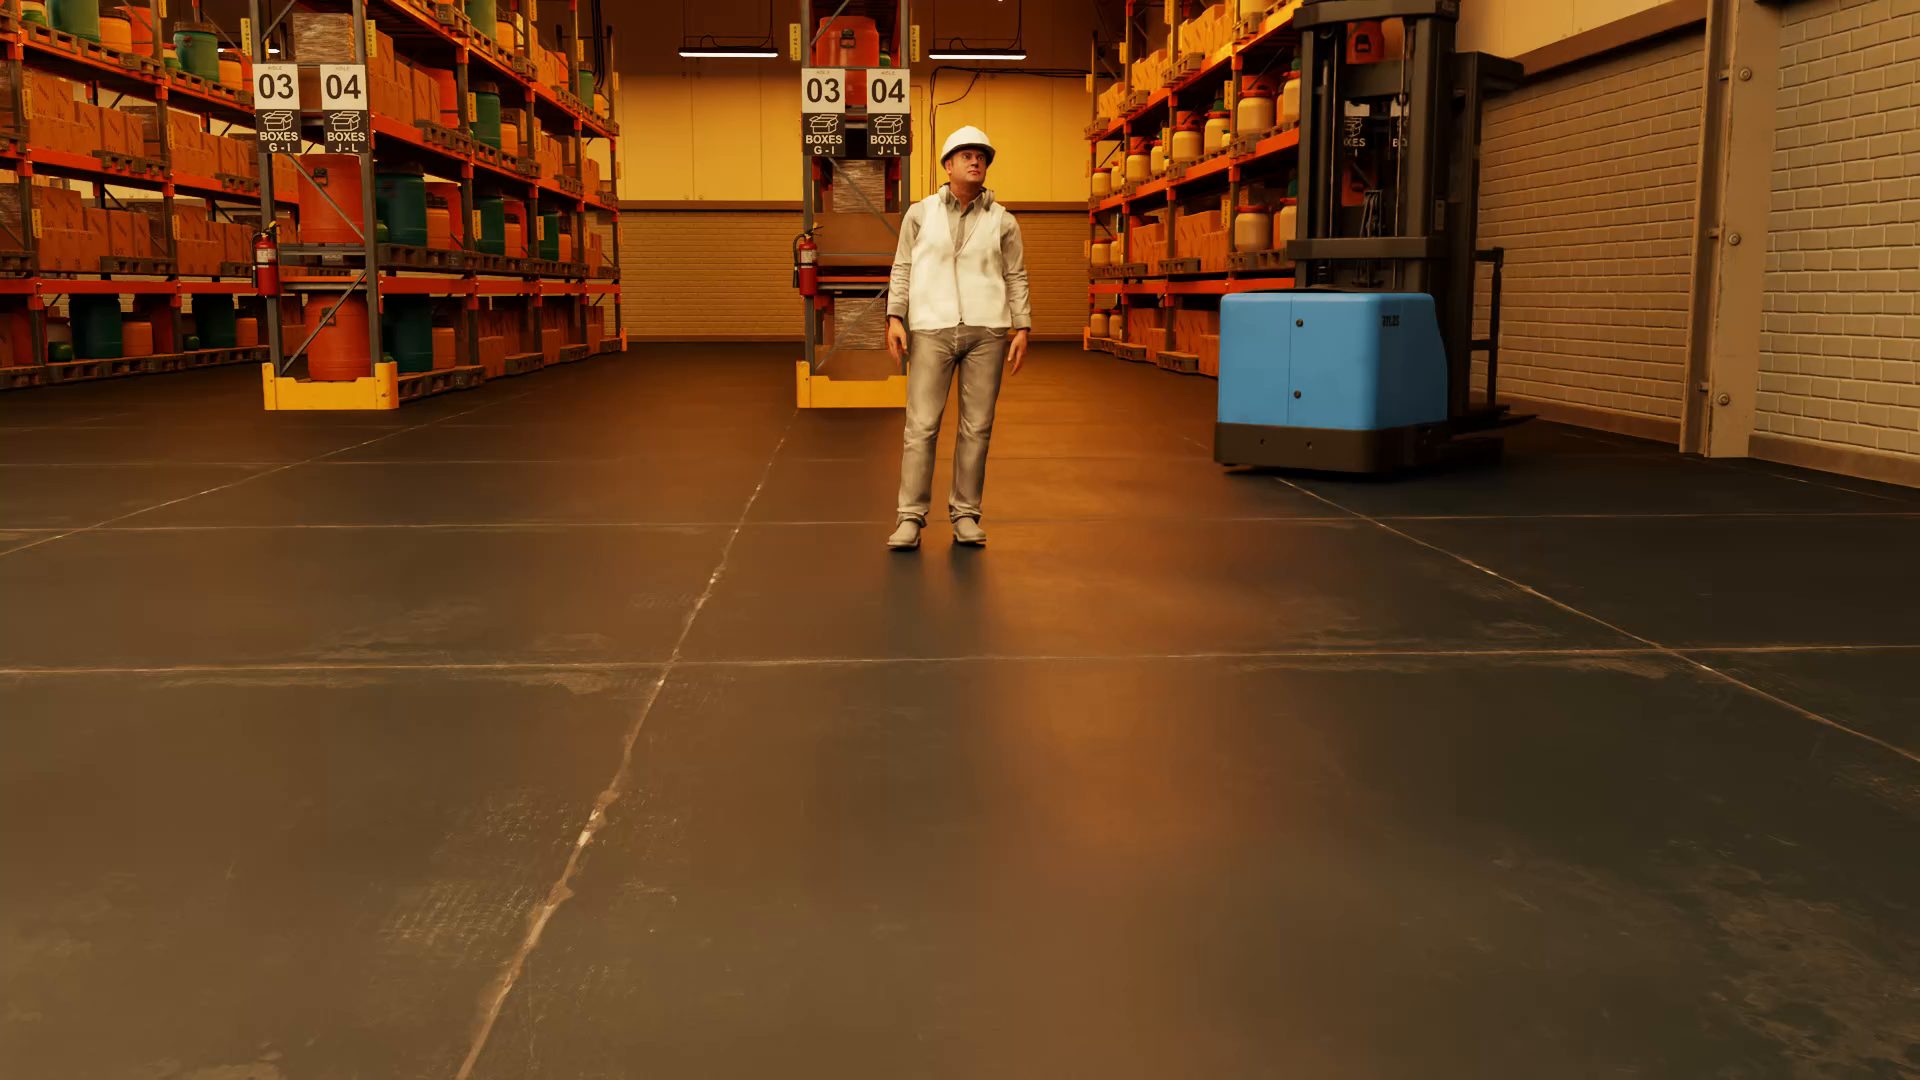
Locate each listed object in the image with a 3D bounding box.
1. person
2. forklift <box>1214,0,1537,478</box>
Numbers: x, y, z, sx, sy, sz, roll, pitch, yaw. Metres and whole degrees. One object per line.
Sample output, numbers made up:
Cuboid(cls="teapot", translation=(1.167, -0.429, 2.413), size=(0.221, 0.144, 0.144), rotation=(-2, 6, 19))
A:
Cuboid(cls="person", translation=(-0.004, -0.876, 7.117), size=(0.632, 1.773, 0.568), rotation=(-1, 8, -4))
Cuboid(cls="forklift", translation=(2.850, -1.969, 10.593), size=(1.130, 2.935, 3.031), rotation=(7, 11, 39))
